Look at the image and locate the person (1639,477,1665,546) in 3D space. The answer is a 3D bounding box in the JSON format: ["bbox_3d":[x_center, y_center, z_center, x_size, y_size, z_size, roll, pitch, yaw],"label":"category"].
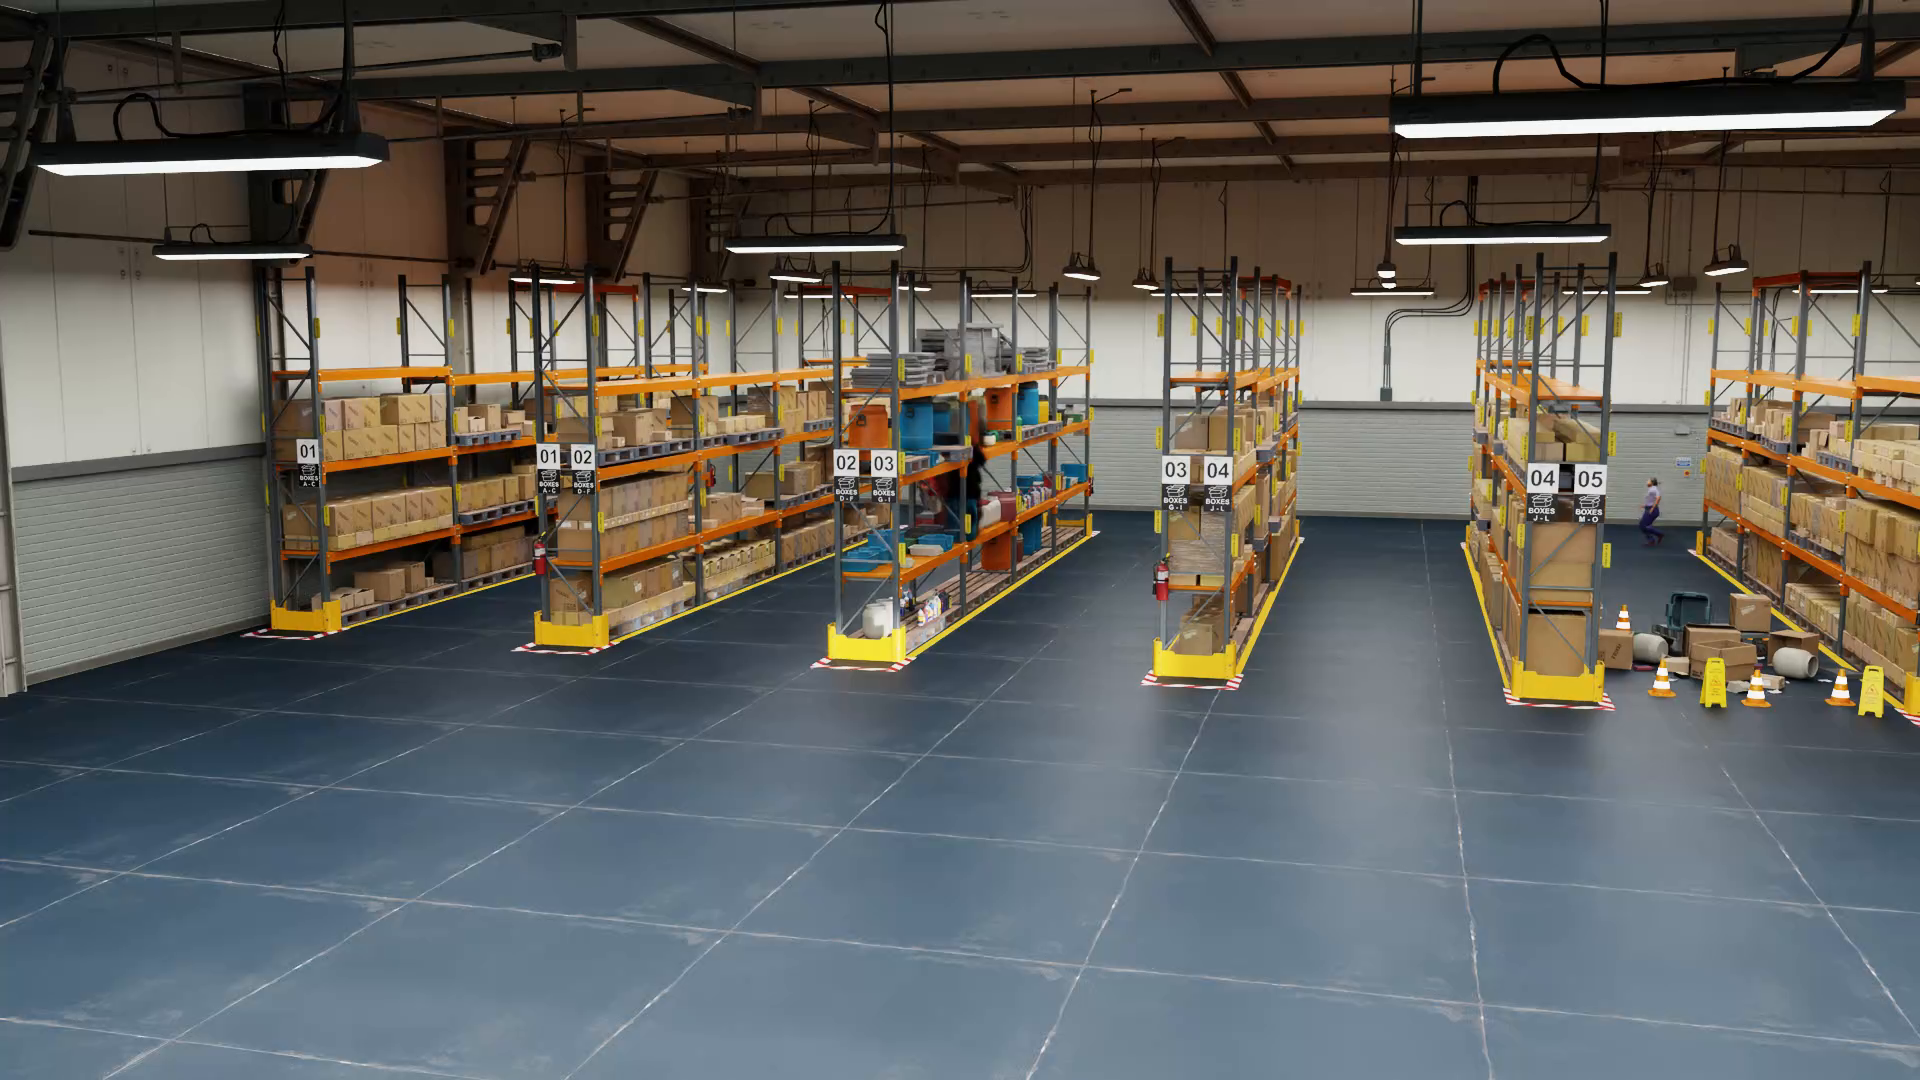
[{"bbox_3d":[15.982,-0.648,38.376,0.581,1.612,0.645,3,8,20],"label":"person"}]

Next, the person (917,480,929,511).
[{"bbox_3d":[-0.809,-1.078,42.457,0.559,1.425,0.507,-6,9,-39],"label":"person"}]

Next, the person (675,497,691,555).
[{"bbox_3d":[-5.855,-0.252,34.569,0.672,1.771,0.816,1,7,8],"label":"person"}]

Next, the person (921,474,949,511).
[{"bbox_3d":[-0.596,-0.938,40.362,0.657,1.763,0.988,0,7,3],"label":"person"}]
